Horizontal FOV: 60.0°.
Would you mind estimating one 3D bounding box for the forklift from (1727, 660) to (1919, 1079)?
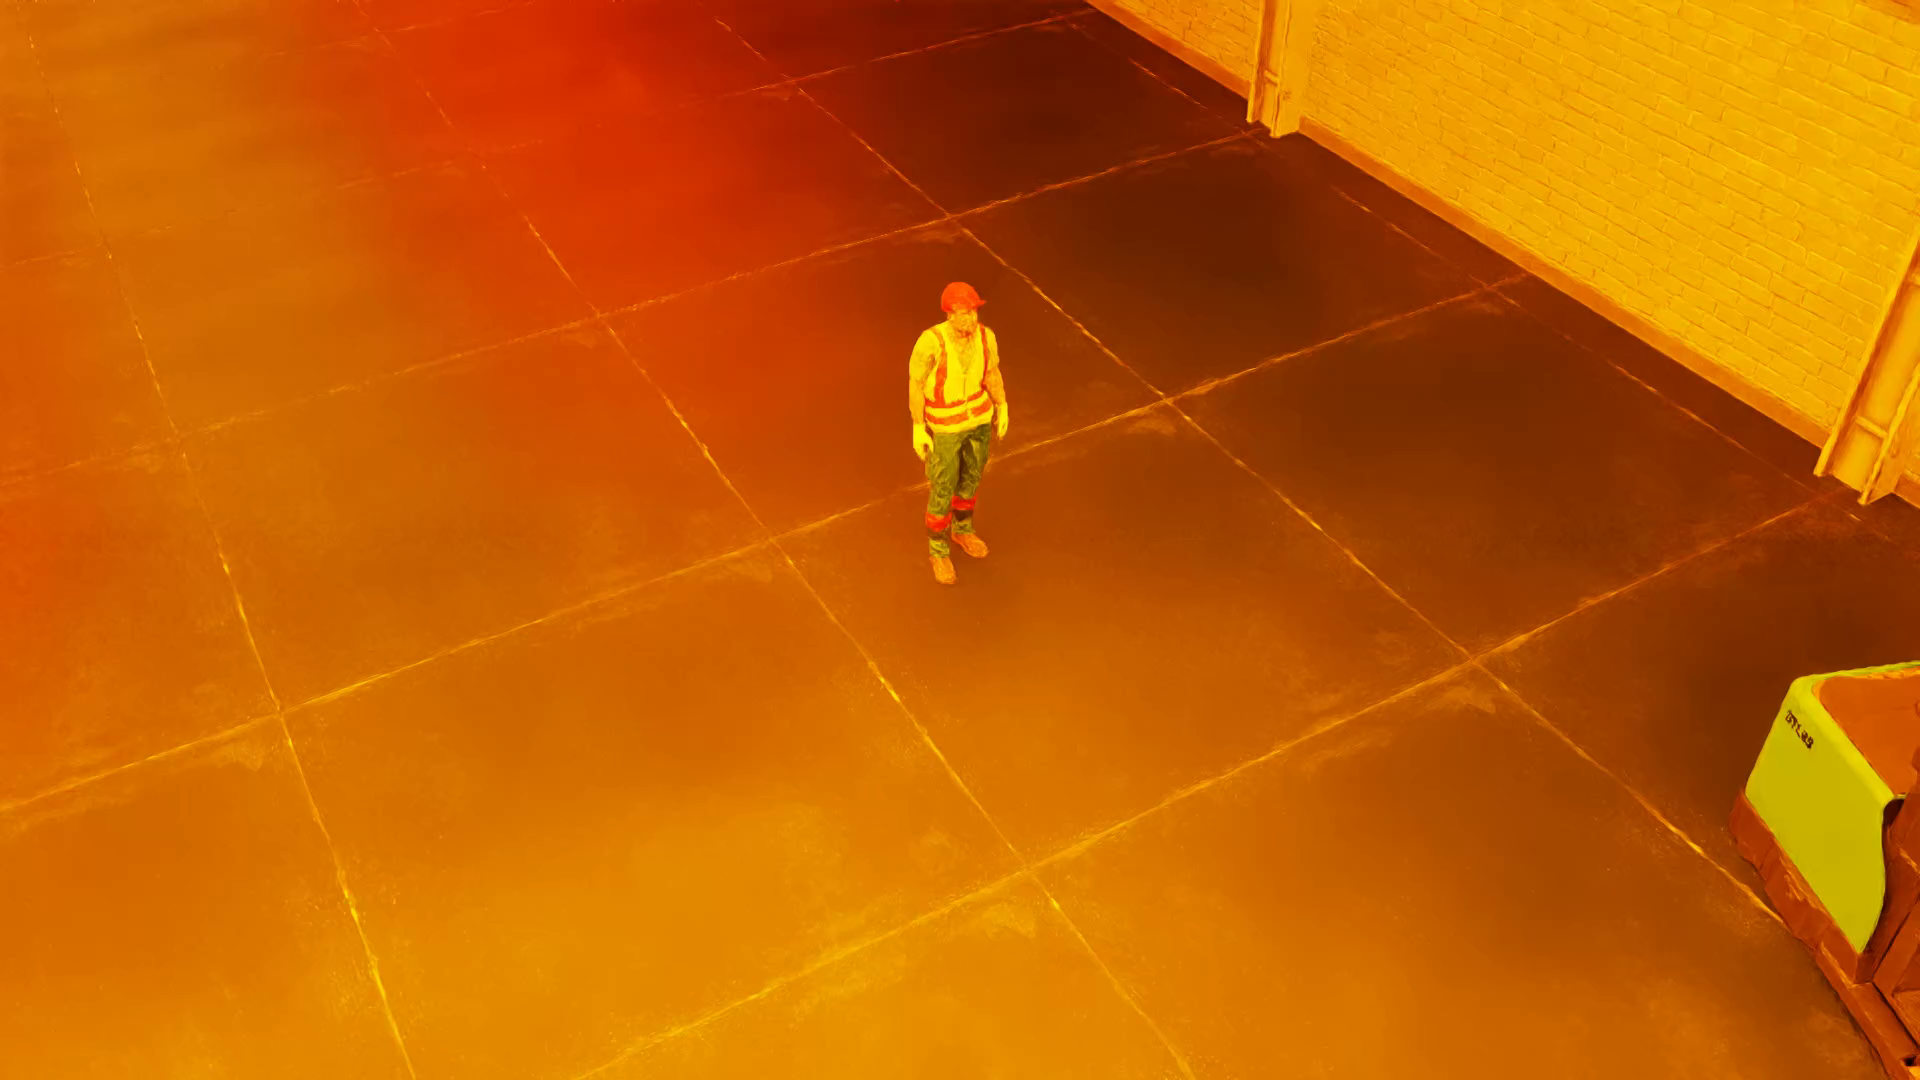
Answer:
[{"bbox_3d":[4.677,1.221,6.564,1.130,2.935,3.031,-7,40,-8],"label":"forklift"}]

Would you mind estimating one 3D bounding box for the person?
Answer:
[{"bbox_3d":[0.031,-0.646,9.699,0.637,1.787,0.563,-20,44,-23],"label":"person"}]
